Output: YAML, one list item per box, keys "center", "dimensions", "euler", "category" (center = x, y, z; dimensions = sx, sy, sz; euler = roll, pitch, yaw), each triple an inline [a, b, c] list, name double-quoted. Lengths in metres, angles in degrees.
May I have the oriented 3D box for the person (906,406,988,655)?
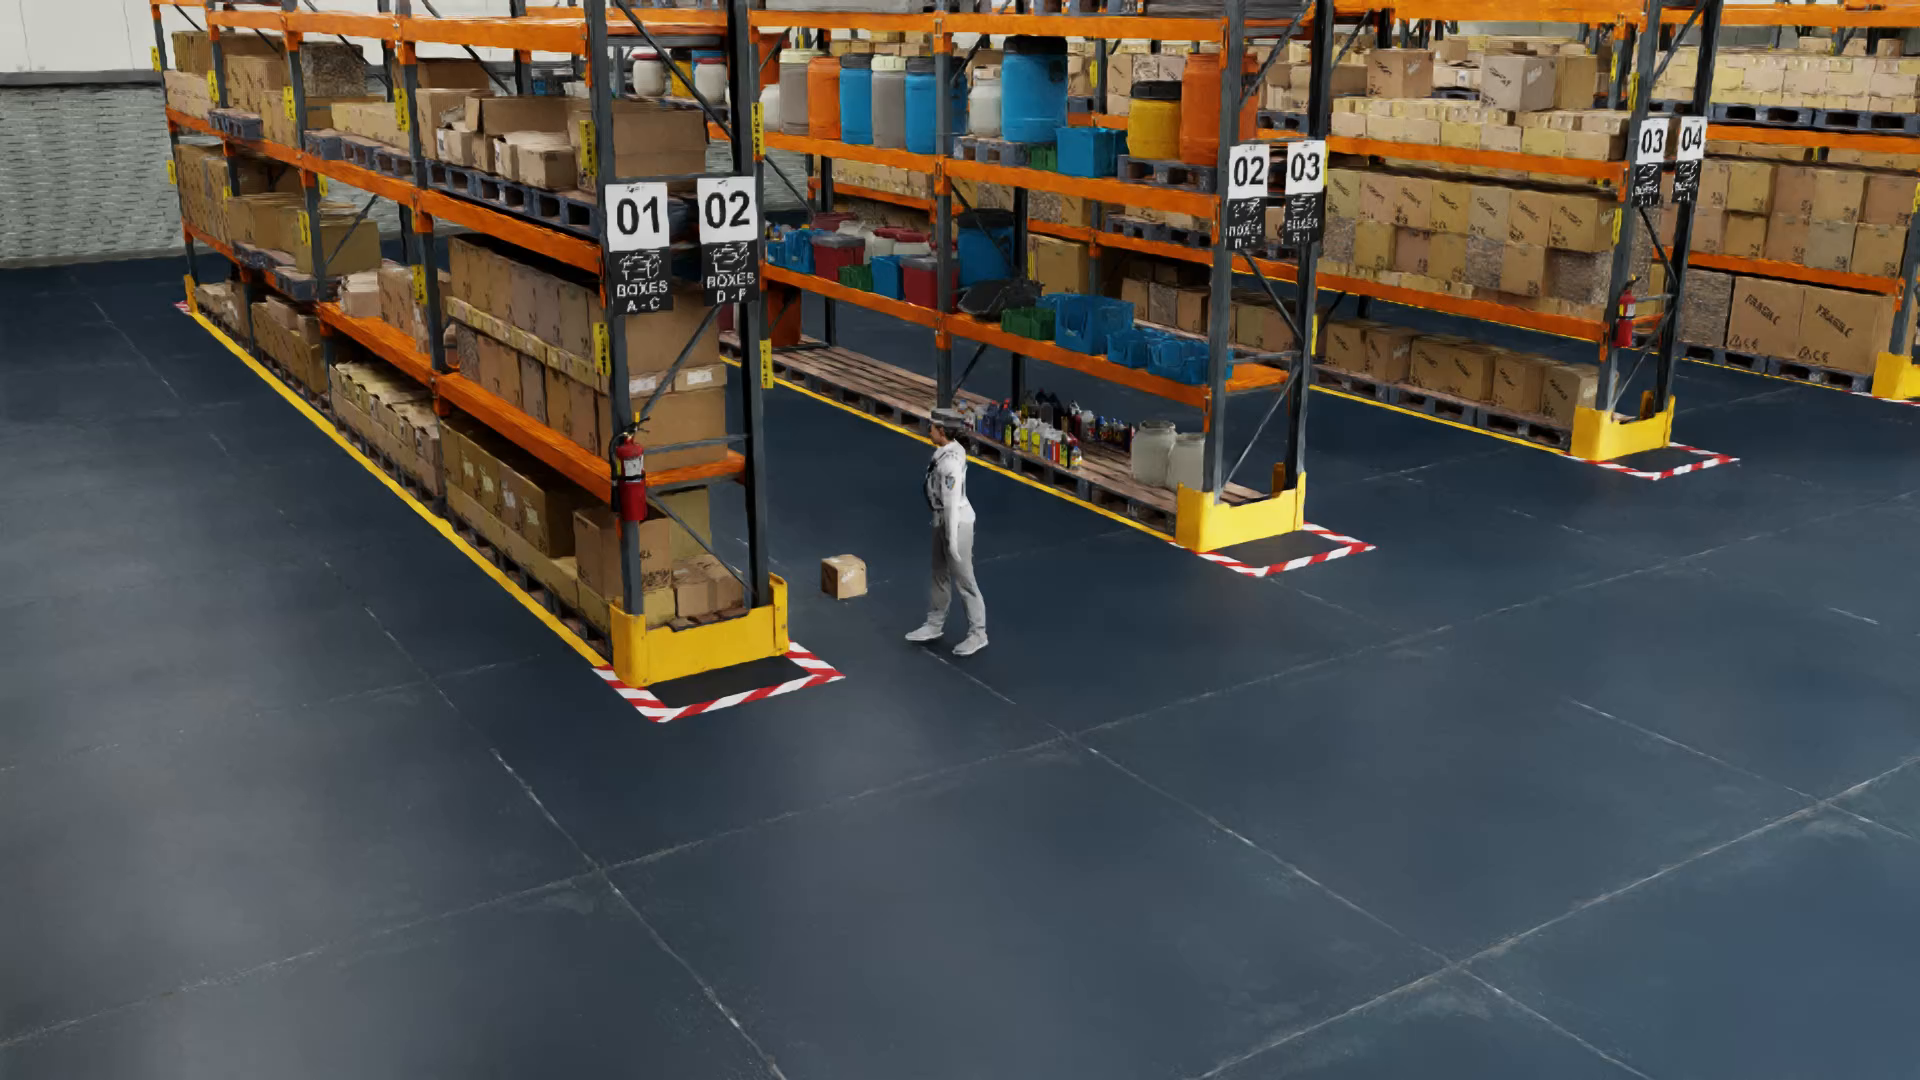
- center: [-0.096, -0.083, 11.280]
  dimensions: [0.565, 1.667, 0.575]
  euler: [-2, 18, -5]
  category: "person"
